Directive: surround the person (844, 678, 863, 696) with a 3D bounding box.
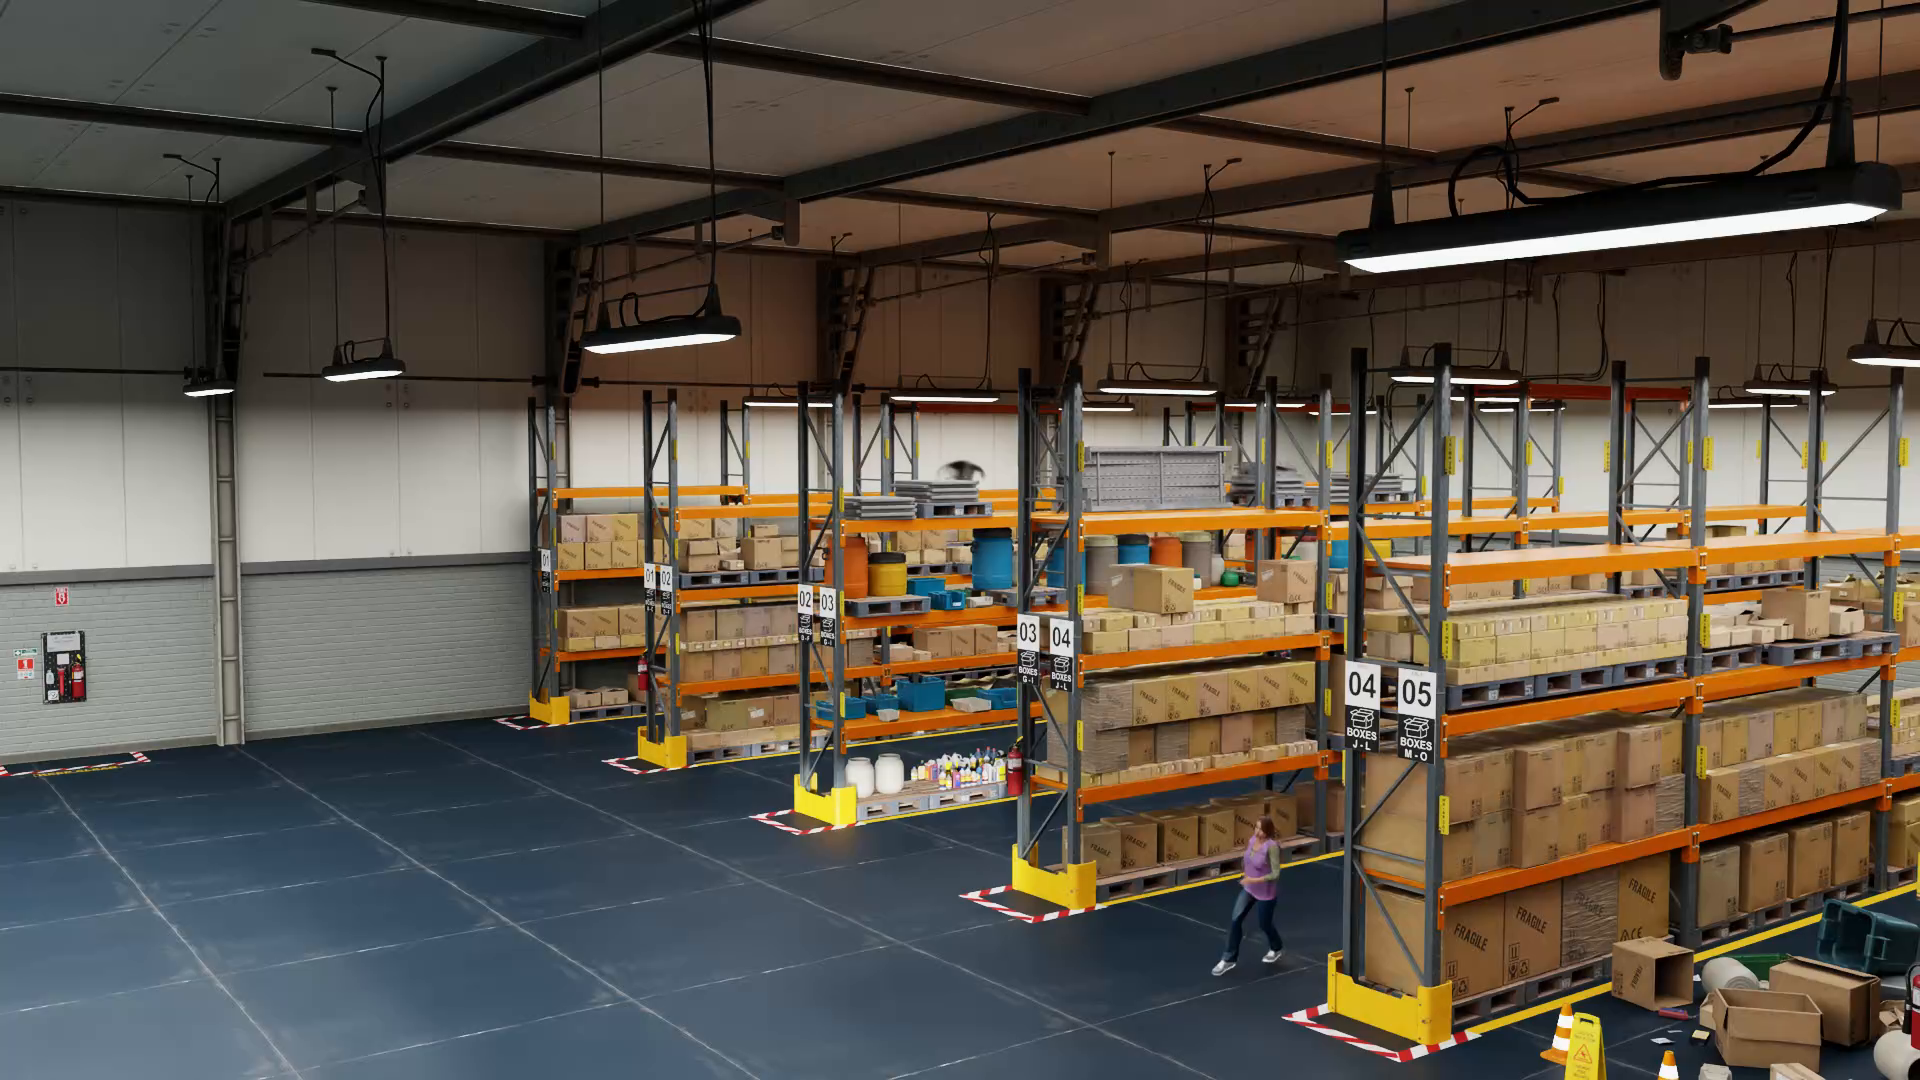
[{"bbox_3d":[-2.134,2.497,30.996,0.701,1.705,0.732,1,3,15],"label":"person"}]

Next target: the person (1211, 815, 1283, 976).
[{"bbox_3d":[2.904,3.405,16.044,0.814,1.570,0.586,-3,5,-42],"label":"person"}]
